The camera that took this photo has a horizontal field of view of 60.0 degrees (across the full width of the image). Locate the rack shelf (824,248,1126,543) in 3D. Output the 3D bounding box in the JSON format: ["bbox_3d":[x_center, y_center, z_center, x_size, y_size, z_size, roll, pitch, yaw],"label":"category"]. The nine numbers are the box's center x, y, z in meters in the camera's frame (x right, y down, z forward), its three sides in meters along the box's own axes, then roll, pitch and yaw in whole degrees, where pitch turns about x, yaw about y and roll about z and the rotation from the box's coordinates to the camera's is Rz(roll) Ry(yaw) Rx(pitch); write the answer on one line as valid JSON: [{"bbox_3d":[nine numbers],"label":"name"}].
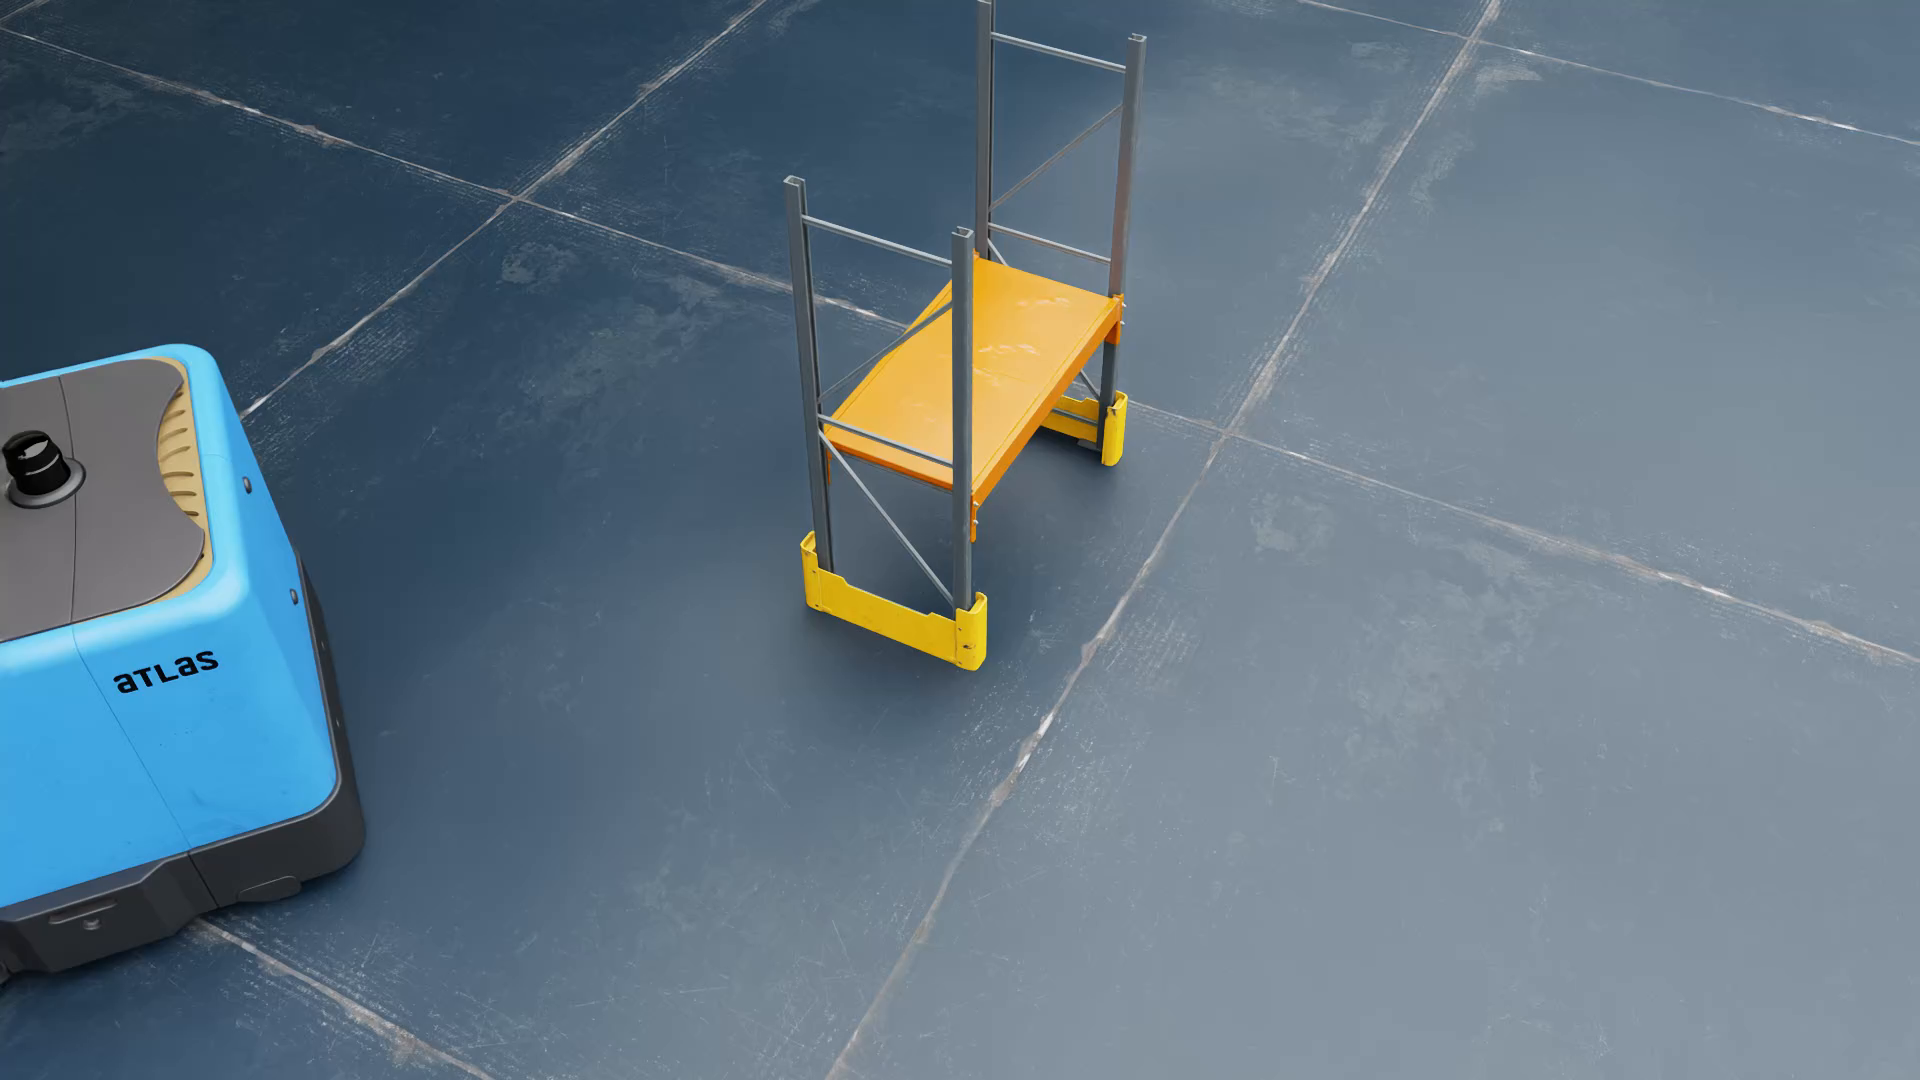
[{"bbox_3d":[0.040,-0.455,4.898,0.538,0.185,1.000,20,49,19],"label":"rack shelf"}]

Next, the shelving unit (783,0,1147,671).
[{"bbox_3d":[0.035,-0.575,4.764,0.587,1.500,1.083,20,49,19],"label":"shelving unit"}]

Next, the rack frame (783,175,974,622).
[{"bbox_3d":[-0.196,-0.261,4.453,0.500,1.500,0.032,20,49,19],"label":"rack frame"}]

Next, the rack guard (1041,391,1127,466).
[{"bbox_3d":[0.267,-0.450,5.519,0.587,0.250,0.087,20,49,19],"label":"rack guard"}]

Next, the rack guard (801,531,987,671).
[{"bbox_3d":[-0.196,0.178,4.898,0.587,0.250,0.087,20,49,19],"label":"rack guard"}]

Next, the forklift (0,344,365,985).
[{"bbox_3d":[-3.132,-0.079,3.268,3.031,2.935,1.130,-16,48,-16],"label":"forklift"}]

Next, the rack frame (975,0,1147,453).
[{"bbox_3d":[0.276,-0.901,5.086,0.500,1.500,0.032,20,49,19],"label":"rack frame"}]
